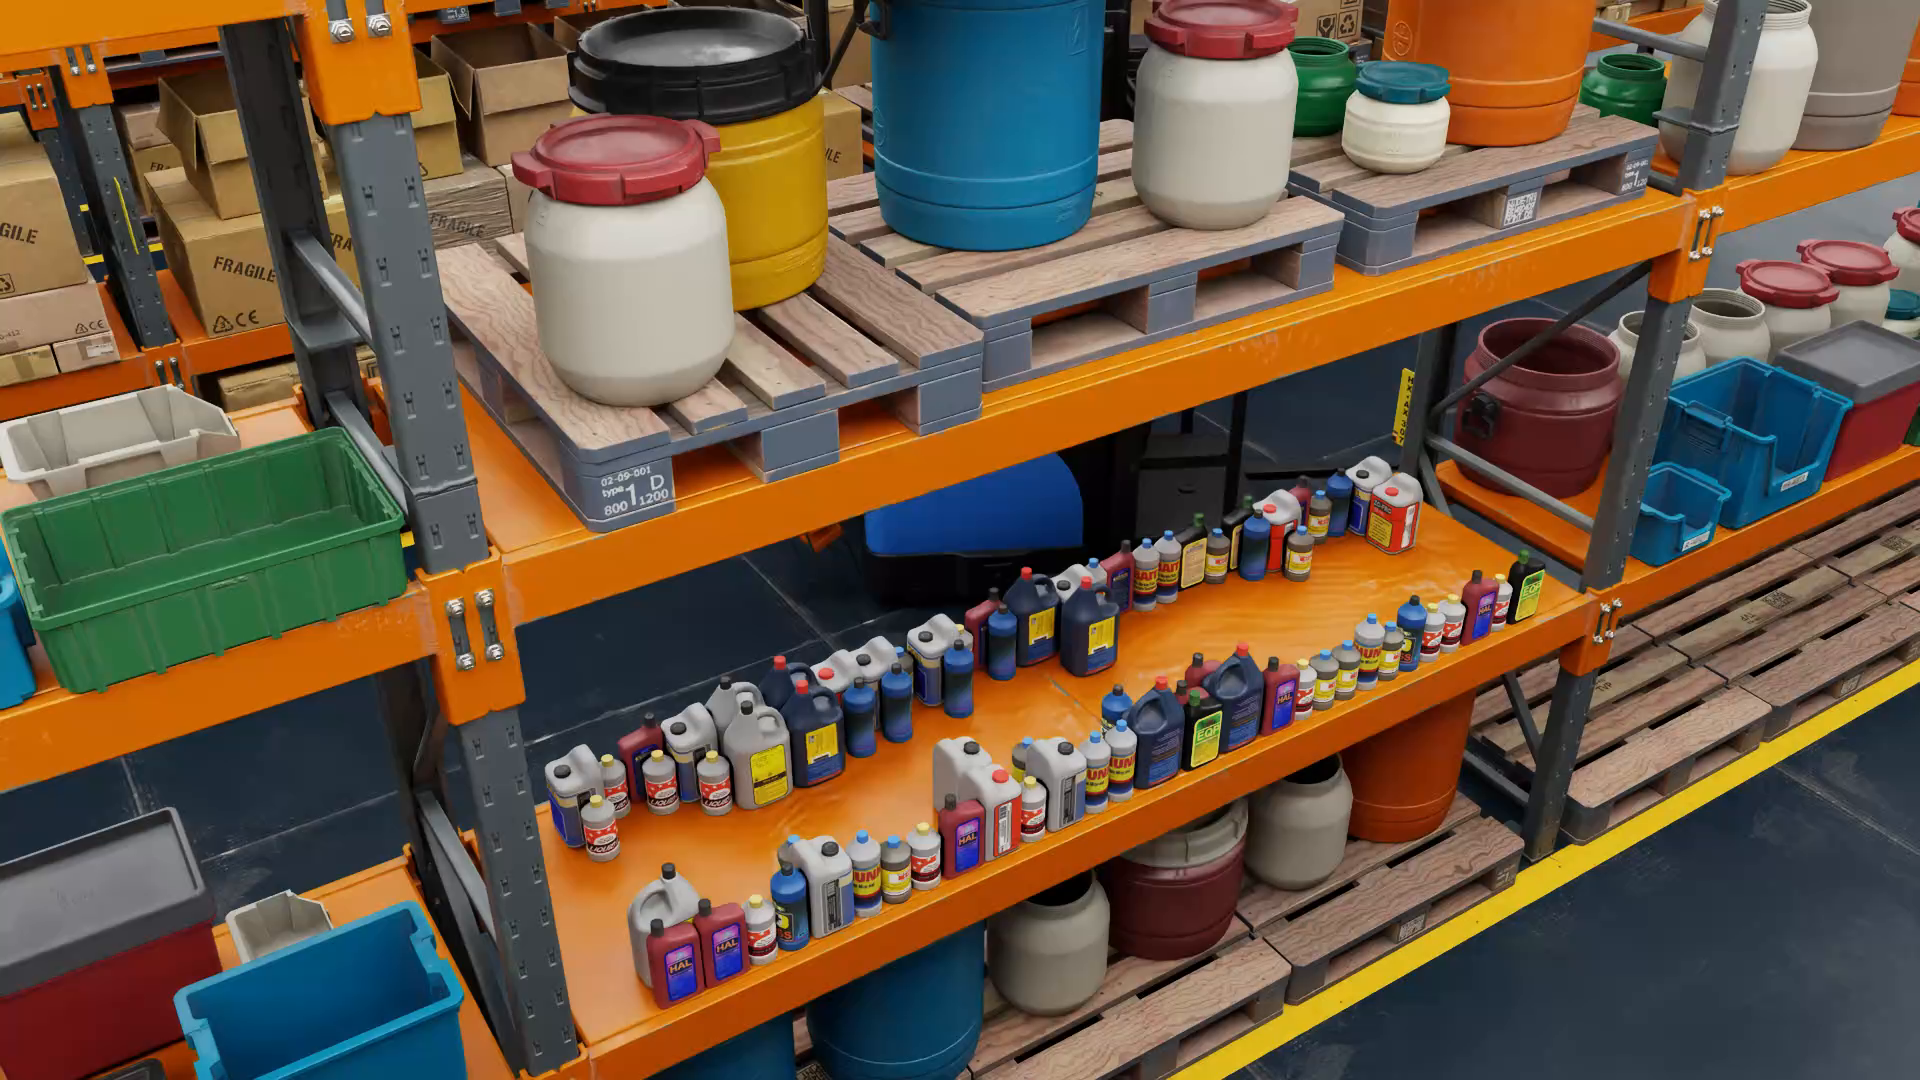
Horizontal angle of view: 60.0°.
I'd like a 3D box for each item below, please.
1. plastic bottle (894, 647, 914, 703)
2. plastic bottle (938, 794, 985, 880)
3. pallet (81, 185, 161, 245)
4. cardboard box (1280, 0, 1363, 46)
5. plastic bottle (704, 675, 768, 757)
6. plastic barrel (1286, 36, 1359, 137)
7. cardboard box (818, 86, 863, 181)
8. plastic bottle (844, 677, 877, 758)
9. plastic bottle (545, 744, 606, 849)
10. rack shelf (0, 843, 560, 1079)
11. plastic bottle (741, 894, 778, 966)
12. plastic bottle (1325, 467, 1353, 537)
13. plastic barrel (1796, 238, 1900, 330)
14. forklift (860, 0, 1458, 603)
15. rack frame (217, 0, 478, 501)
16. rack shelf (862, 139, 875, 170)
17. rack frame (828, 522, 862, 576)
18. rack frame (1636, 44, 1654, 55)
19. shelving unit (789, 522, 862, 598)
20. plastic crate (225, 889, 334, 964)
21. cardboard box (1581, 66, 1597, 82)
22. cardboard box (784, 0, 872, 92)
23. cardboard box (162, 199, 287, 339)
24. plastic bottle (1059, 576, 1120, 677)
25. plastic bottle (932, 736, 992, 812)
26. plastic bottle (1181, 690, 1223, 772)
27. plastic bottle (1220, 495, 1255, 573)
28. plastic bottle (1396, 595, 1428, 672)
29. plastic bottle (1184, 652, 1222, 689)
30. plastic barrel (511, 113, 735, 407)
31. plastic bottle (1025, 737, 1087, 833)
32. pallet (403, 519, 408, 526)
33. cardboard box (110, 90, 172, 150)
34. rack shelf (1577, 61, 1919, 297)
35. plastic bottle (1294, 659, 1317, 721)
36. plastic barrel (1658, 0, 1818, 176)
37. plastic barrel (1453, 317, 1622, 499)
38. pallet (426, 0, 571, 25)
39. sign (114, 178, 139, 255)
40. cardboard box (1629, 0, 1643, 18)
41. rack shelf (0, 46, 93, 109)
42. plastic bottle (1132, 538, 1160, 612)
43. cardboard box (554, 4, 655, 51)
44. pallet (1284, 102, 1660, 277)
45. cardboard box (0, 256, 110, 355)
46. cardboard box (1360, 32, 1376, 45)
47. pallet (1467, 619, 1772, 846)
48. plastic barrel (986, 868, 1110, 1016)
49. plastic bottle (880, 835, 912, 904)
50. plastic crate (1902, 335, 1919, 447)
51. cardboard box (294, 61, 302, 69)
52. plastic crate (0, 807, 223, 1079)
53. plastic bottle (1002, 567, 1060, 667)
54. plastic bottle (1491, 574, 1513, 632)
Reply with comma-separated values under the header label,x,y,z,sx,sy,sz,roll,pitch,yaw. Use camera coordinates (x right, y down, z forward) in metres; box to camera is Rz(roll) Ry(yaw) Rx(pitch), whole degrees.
label,x,y,z,sx,sy,sz,roll,pitch,yaw
plastic bottle,-0.199,0.439,5.428,0.097,0.201,0.097,0,32,0
plastic bottle,0.004,0.828,4.735,0.133,0.283,0.061,-19,37,-27
pallet,-5.914,-2.570,12.627,1.213,0.211,1.003,-19,37,-27
cardboard box,2.015,-3.848,11.082,1.000,1.000,1.000,-19,37,-27
plastic bottle,-0.687,0.559,5.099,0.185,0.351,0.144,-19,37,-27
plastic barrel,1.065,-1.383,5.072,0.294,0.245,0.294,0,32,0
cardboard box,-0.884,-2.216,9.357,0.500,0.500,0.500,-18,36,-26
plastic bottle,-0.312,0.545,5.195,0.097,0.271,0.097,0,32,0
plastic bottle,-1.126,0.744,4.875,0.135,0.276,0.152,-19,37,-27
rack shelf,-2.963,1.833,3.707,4.000,0.370,1.077,-19,37,-27
plastic bottle,-0.543,1.040,4.477,0.097,0.201,0.097,0,32,0
plastic bottle,1.429,-0.150,6.297,0.097,0.271,0.097,0,32,0
plastic barrel,3.903,-1.029,7.443,0.433,0.535,0.433,0,32,0
forklift,1.005,-1.242,7.972,3.031,2.935,1.130,-3,32,-4
rack frame,-1.282,-1.587,2.831,0.127,3.000,1.000,-19,37,-27
rack shelf,1.078,-2.701,10.894,4.000,0.370,1.077,-19,37,-27
rack frame,-0.713,-0.285,8.022,0.006,1.200,0.240,-39,46,-21
rack frame,6.121,-4.740,13.452,0.127,3.000,1.000,-19,37,-27
shelving unit,-0.779,-0.231,7.989,0.189,1.200,0.258,-39,46,-21
plastic crate,-1.750,1.107,4.375,0.243,0.136,0.396,-19,37,-27
cardboard box,5.103,-3.499,13.434,0.500,0.500,0.500,-10,33,-15
cardboard box,-1.130,-4.566,14.892,0.750,0.750,1.050,-19,37,-27
cardboard box,-3.443,-1.334,7.959,0.500,0.500,0.500,-19,37,-27
plastic bottle,0.435,0.270,5.557,0.185,0.351,0.144,-19,37,-27
plastic bottle,0.009,0.704,4.939,0.135,0.276,0.152,-19,37,-27
plastic bottle,0.743,0.574,5.138,0.133,0.283,0.061,-19,37,-27
plastic bottle,1.015,-0.024,6.087,0.133,0.283,0.061,-19,37,-27
plastic bottle,1.507,0.305,5.576,0.097,0.271,0.097,0,32,0
plastic bottle,0.777,0.471,5.301,0.133,0.283,0.061,-19,37,-27
plastic barrel,-0.704,-0.593,3.546,0.433,0.535,0.433,0,32,0
plastic bottle,0.287,0.705,4.937,0.135,0.276,0.152,-19,37,-27
pallet,-3.358,-0.348,9.104,1.213,0.211,1.003,-19,37,-27
cardboard box,-5.804,-3.057,12.031,0.500,0.250,0.500,-21,38,-29
rack shelf,3.761,-1.748,6.573,4.000,0.370,1.077,-19,37,-27
plastic bottle,1.098,0.475,5.371,0.097,0.201,0.097,0,32,0
plastic barrel,2.507,-1.474,5.359,0.421,0.512,0.421,0,32,0
plastic barrel,2.306,-0.533,6.657,0.708,0.536,0.600,-19,37,-27
pallet,-3.747,-4.346,13.007,1.003,0.211,1.213,-19,37,-27
sign,-3.663,-1.422,7.307,0.005,0.325,0.100,-19,37,-27
cardboard box,4.951,-4.090,12.657,0.250,0.149,0.380,-19,37,-27
rack shelf,-5.646,-1.657,6.428,4.000,0.370,1.077,-19,37,-27
plastic bottle,0.652,0.117,5.874,0.097,0.271,0.097,0,32,0
cardboard box,-1.776,-2.502,8.871,0.637,0.503,0.797,-18,36,-26
pallet,1.384,-1.217,5.234,1.213,0.211,1.003,-19,37,-27
cardboard box,-4.194,-1.088,7.525,0.500,0.250,0.500,-20,37,-28
cardboard box,2.780,-3.671,11.993,0.250,0.149,0.380,-19,37,-27
pallet,2.752,0.767,7.336,1.213,0.211,1.003,-19,37,-27
plastic barrel,0.303,1.348,5.741,0.421,0.512,0.421,0,32,0
plastic bottle,-0.185,0.916,4.672,0.097,0.201,0.097,0,32,0
plastic crate,4.131,-0.643,7.156,0.662,0.188,0.450,-19,37,-27
cardboard box,-5.203,-3.592,12.879,0.500,0.250,0.500,-21,38,-29
plastic crate,-2.168,1.044,4.168,0.583,0.464,0.402,-19,37,-27
plastic bottle,0.239,0.240,5.604,0.185,0.351,0.144,-19,37,-27
plastic bottle,1.864,0.212,5.789,0.097,0.201,0.097,0,32,0
